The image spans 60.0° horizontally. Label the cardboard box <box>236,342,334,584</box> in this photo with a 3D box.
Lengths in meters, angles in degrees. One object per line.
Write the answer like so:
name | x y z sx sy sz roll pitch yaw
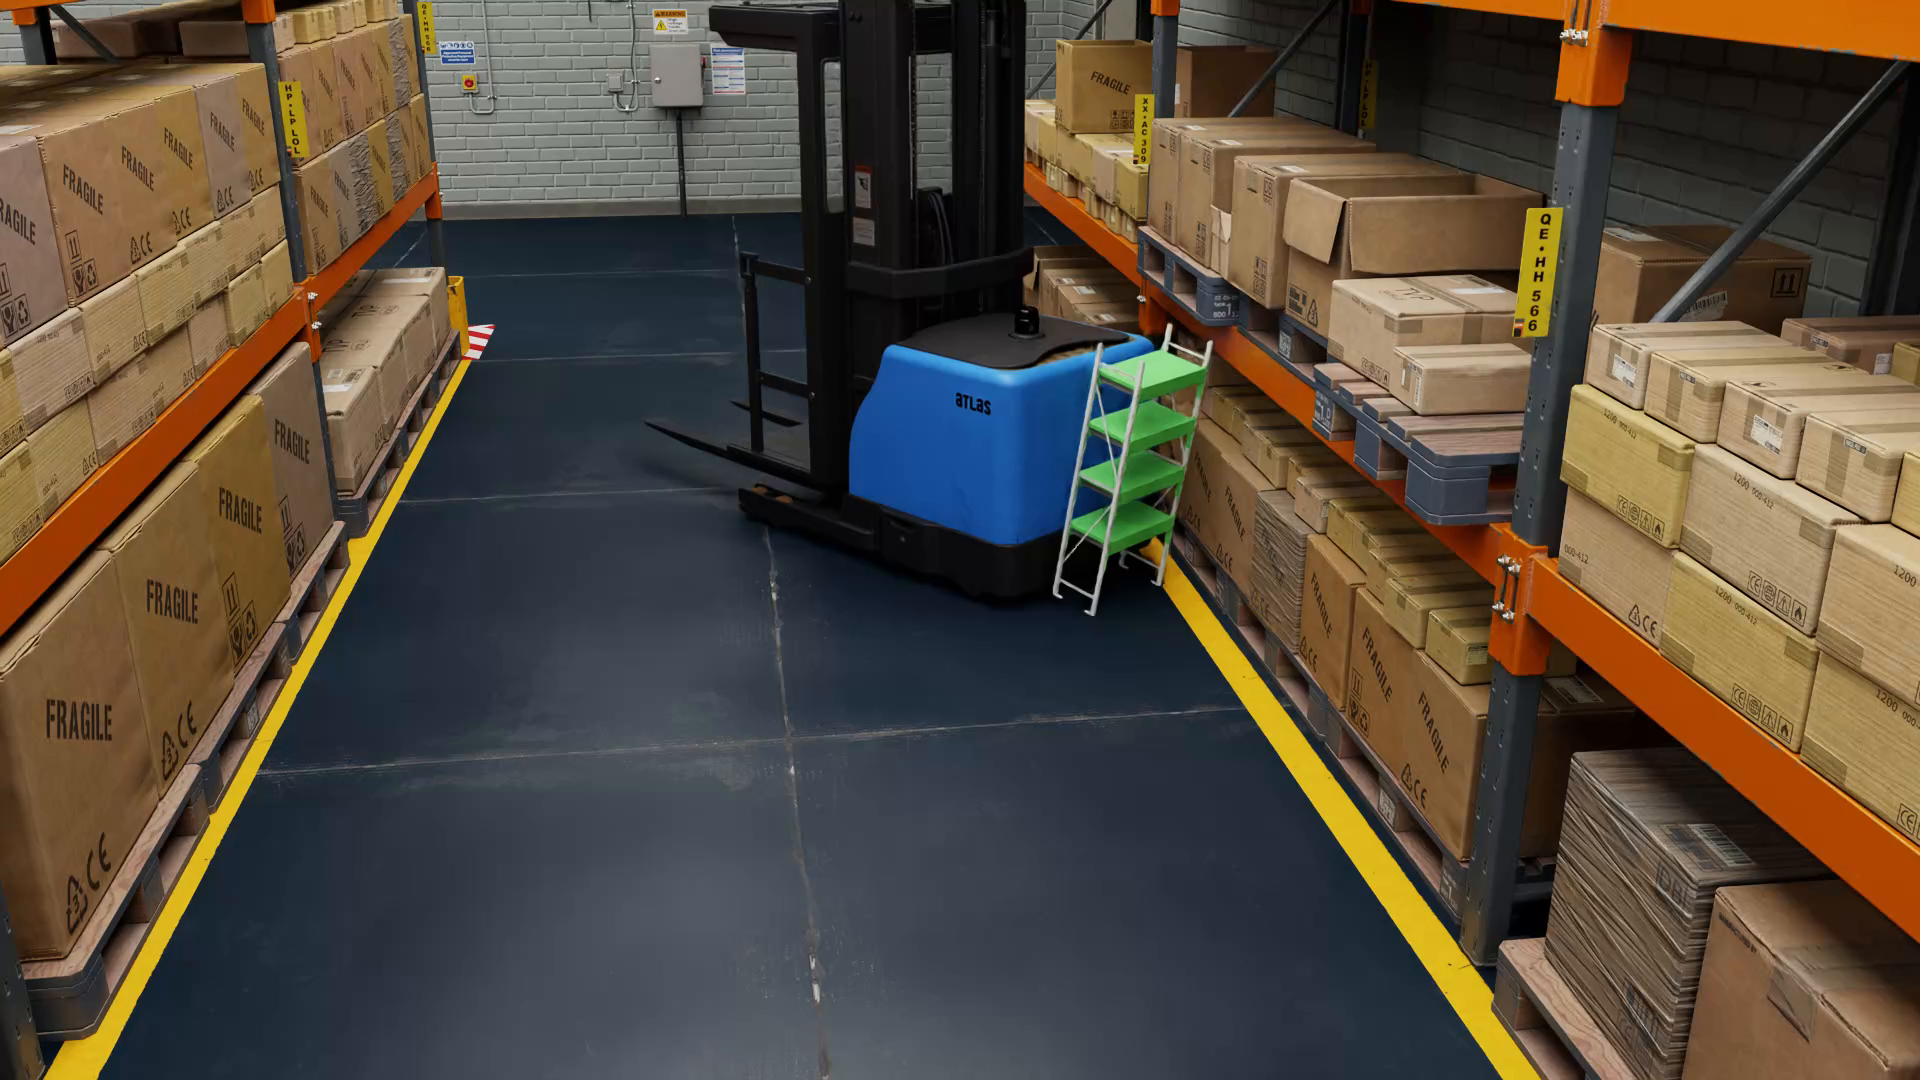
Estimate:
cardboard box | -3.327 -0.320 7.223 0.875 0.875 0.875 -2 21 -6

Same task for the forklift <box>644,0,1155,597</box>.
forklift | -0.483 -1.543 8.160 1.130 2.935 3.031 -19 28 -41

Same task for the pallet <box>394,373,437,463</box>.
pallet | -3.707 -0.714 9.825 1.003 0.211 1.213 -3 21 -8

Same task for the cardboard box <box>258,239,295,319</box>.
cardboard box | -3.182 -1.117 7.133 0.500 0.250 0.500 -3 21 -9

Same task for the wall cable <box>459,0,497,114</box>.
wall cable | -4.908 -5.156 16.237 0.585 1.953 0.123 -3 21 -8

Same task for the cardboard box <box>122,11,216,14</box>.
cardboard box | -3.866 -2.509 8.149 0.380 0.149 0.250 -3 21 -8

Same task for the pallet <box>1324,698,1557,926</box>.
pallet | 1.922 0.850 5.639 1.003 0.211 1.213 -3 21 -8

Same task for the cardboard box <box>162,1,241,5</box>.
cardboard box | -4.113 -2.858 9.081 0.380 0.149 0.250 -3 21 -9

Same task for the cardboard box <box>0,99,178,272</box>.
cardboard box | -2.958 -1.169 5.487 0.500 0.500 0.500 -3 21 -7

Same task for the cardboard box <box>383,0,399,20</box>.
cardboard box | -3.642 -3.248 10.125 0.380 0.149 0.250 -3 21 -8

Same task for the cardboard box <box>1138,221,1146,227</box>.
cardboard box | 1.120 -1.561 8.468 0.380 0.149 0.250 -3 21 -7

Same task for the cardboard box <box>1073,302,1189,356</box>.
cardboard box | 1.068 -1.118 9.894 0.700 0.500 0.500 -4 21 -10

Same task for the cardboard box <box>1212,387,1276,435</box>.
cardboard box | 1.369 -0.593 7.562 0.380 0.149 0.250 -4 21 -11

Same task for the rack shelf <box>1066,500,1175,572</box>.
rack shelf | 0.707 -0.035 7.400 0.258 0.148 0.480 29 33 34

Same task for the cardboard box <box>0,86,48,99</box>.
cardboard box | -3.546 -1.329 5.916 0.500 0.500 0.500 -3 21 -9

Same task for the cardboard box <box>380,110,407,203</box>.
cardboard box | -3.600 -2.255 9.825 0.500 0.500 0.500 -2 21 -6

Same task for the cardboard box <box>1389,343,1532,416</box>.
cardboard box | 1.518 -0.483 4.982 0.380 0.149 0.250 -3 21 -7

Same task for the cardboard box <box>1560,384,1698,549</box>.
cardboard box | 1.790 -0.193 3.945 0.500 0.250 0.500 -3 21 -8

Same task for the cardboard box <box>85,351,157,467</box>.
cardboard box | -2.902 -0.415 5.255 0.500 0.250 0.500 -2 21 -6

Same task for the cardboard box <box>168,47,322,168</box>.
cardboard box | -3.325 -2.022 7.770 0.500 0.500 0.500 -3 21 -7

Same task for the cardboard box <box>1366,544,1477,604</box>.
cardboard box | 1.606 0.130 5.627 0.380 0.149 0.250 -4 21 -10

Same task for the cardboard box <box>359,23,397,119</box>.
cardboard box | -3.595 -2.724 9.650 0.500 0.500 0.500 -3 21 -8

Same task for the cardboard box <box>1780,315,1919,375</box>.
cardboard box | 2.239 -0.444 4.049 0.380 0.149 0.250 -2 21 -6

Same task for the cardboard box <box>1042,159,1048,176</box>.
cardboard box | 0.745 -2.455 10.861 0.380 0.149 0.250 -2 21 -6

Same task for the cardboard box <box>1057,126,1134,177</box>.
cardboard box | 0.882 -2.339 9.980 0.500 0.250 0.500 -3 21 -9

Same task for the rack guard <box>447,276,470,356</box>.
rack guard | -4.076 -1.552 11.656 1.175 0.500 0.348 -3 21 -8

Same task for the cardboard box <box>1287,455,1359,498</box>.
cardboard box | 1.522 -0.232 6.596 0.380 0.149 0.250 -3 21 -8

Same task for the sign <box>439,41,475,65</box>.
sign | -4.965 -4.811 16.423 0.327 0.218 0.001 -3 21 -8

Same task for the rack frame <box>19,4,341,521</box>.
rack frame | -3.496 -1.329 7.489 1.000 3.000 0.127 -3 21 -8

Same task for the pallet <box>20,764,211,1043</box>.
pallet | -2.958 1.085 5.009 1.003 0.211 1.213 -3 21 -8

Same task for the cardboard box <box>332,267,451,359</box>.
cardboard box | -3.878 -1.487 10.973 0.875 0.438 0.875 -4 21 -10

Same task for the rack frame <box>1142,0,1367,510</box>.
rack frame | 1.415 -1.581 8.162 1.000 3.000 0.127 -3 21 -8

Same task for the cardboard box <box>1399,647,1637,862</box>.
cardboard box | 1.718 0.643 5.181 0.500 0.500 0.500 -2 21 -6

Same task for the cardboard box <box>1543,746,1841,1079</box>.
cardboard box | 2.068 0.936 4.216 0.875 0.625 0.625 -2 21 -6

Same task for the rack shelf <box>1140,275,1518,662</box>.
rack shelf | 1.704 -0.552 6.434 1.077 0.370 4.000 -3 21 -8

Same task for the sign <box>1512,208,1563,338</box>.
sign | 1.456 -0.671 4.184 0.100 0.325 0.005 -3 21 -8

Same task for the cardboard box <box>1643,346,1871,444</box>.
cardboard box | 1.786 -0.329 3.741 0.380 0.149 0.250 -2 21 -7

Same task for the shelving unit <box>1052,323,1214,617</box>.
shelving unit | 0.748 -0.303 7.262 0.258 1.200 0.503 29 33 34

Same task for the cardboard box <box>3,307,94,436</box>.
cardboard box | -2.821 -0.475 4.702 0.500 0.250 0.500 -2 21 -6

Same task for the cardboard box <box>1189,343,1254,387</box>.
cardboard box | 1.289 -0.825 7.758 0.380 0.149 0.250 -4 21 -10

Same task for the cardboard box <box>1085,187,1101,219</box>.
cardboard box | 0.924 -1.918 9.424 0.380 0.149 0.250 -3 21 -9

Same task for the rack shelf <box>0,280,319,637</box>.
rack shelf | -3.207 -0.300 5.760 1.077 0.370 4.000 -3 21 -8

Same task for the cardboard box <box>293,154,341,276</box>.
cardboard box | -3.304 -1.552 7.941 0.500 0.500 0.500 -2 21 -6

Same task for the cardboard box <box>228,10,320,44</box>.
cardboard box | -3.391 -2.534 8.216 0.380 0.149 0.250 -3 21 -8

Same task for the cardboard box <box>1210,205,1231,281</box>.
cardboard box | 1.236 -1.214 6.773 0.396 0.266 0.258 -2 21 -5

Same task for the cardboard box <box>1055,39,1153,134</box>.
cardboard box | 0.854 -2.696 9.866 0.500 0.500 0.500 -2 21 -6

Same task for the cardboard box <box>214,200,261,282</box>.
cardboard box | -3.112 -1.180 6.589 0.500 0.250 0.500 -2 21 -6

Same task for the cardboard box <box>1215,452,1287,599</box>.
cardboard box | 1.417 -0.071 7.092 0.500 0.500 0.500 -4 21 -9

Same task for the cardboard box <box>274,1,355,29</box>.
cardboard box | -3.565 -2.888 9.164 0.380 0.149 0.250 -2 21 -6
